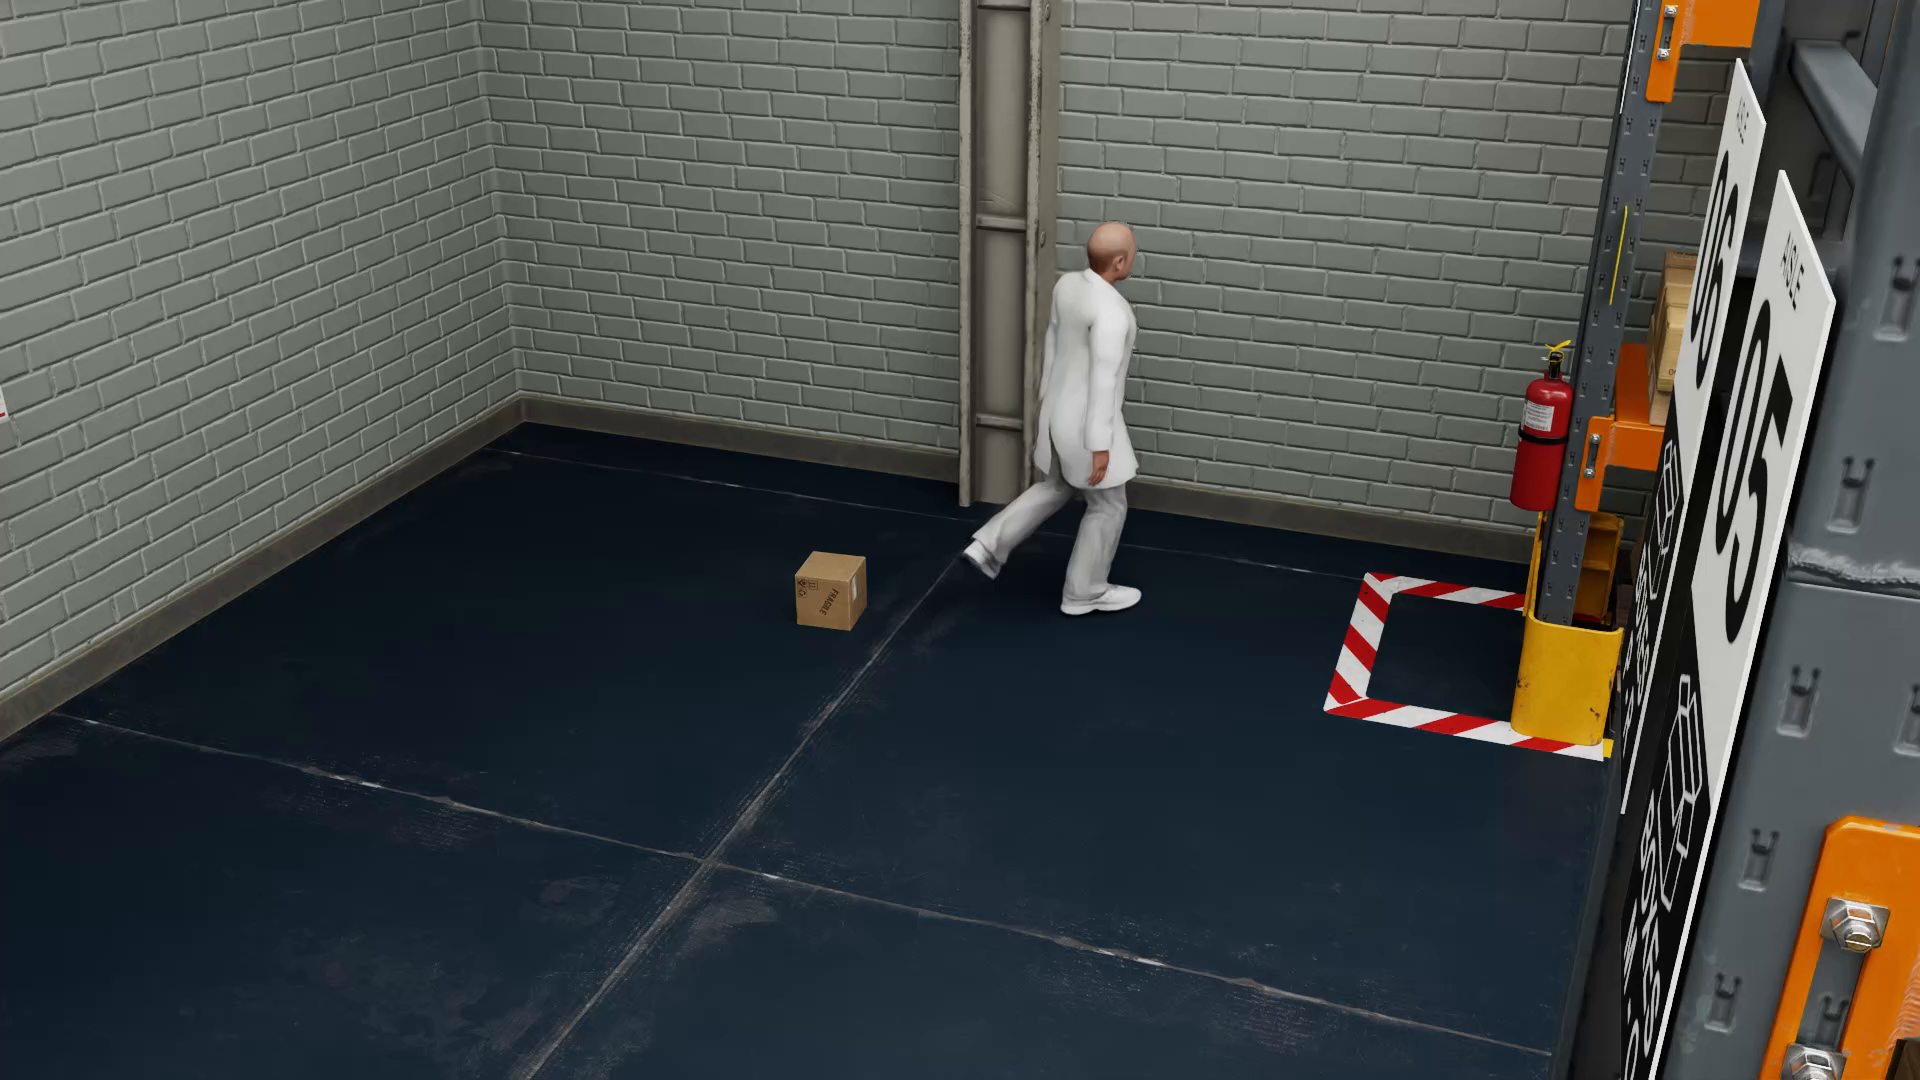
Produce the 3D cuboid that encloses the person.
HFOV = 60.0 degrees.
[{"bbox_3d":[0.412,-0.481,7.147,0.781,1.732,0.626,-9,27,-19],"label":"person"}]
